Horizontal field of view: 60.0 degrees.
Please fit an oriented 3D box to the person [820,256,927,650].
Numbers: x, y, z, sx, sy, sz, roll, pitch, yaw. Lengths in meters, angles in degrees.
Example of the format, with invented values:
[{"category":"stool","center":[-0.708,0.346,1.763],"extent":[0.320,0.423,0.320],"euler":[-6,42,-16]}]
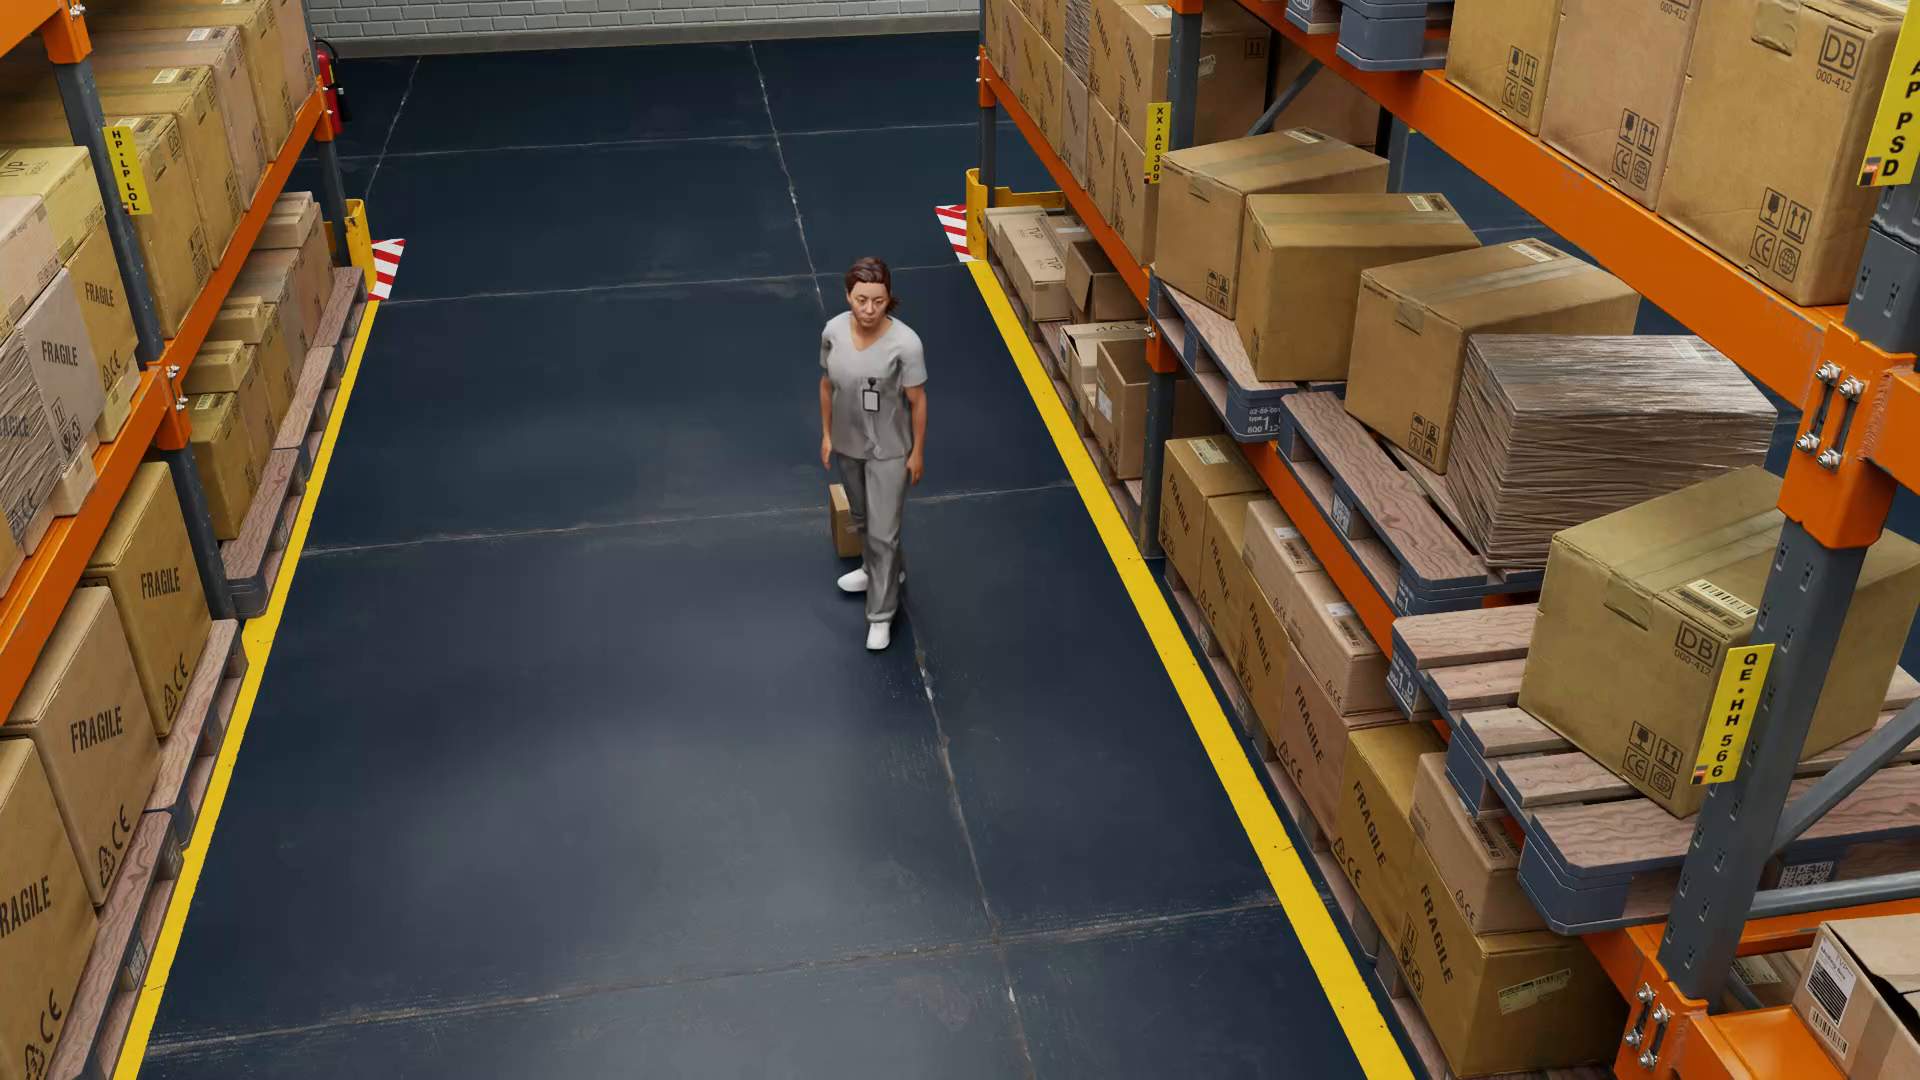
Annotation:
[{"category":"person","center":[-0.352,-0.394,6.801],"extent":[0.484,1.664,0.568],"euler":[14,34,23]}]
